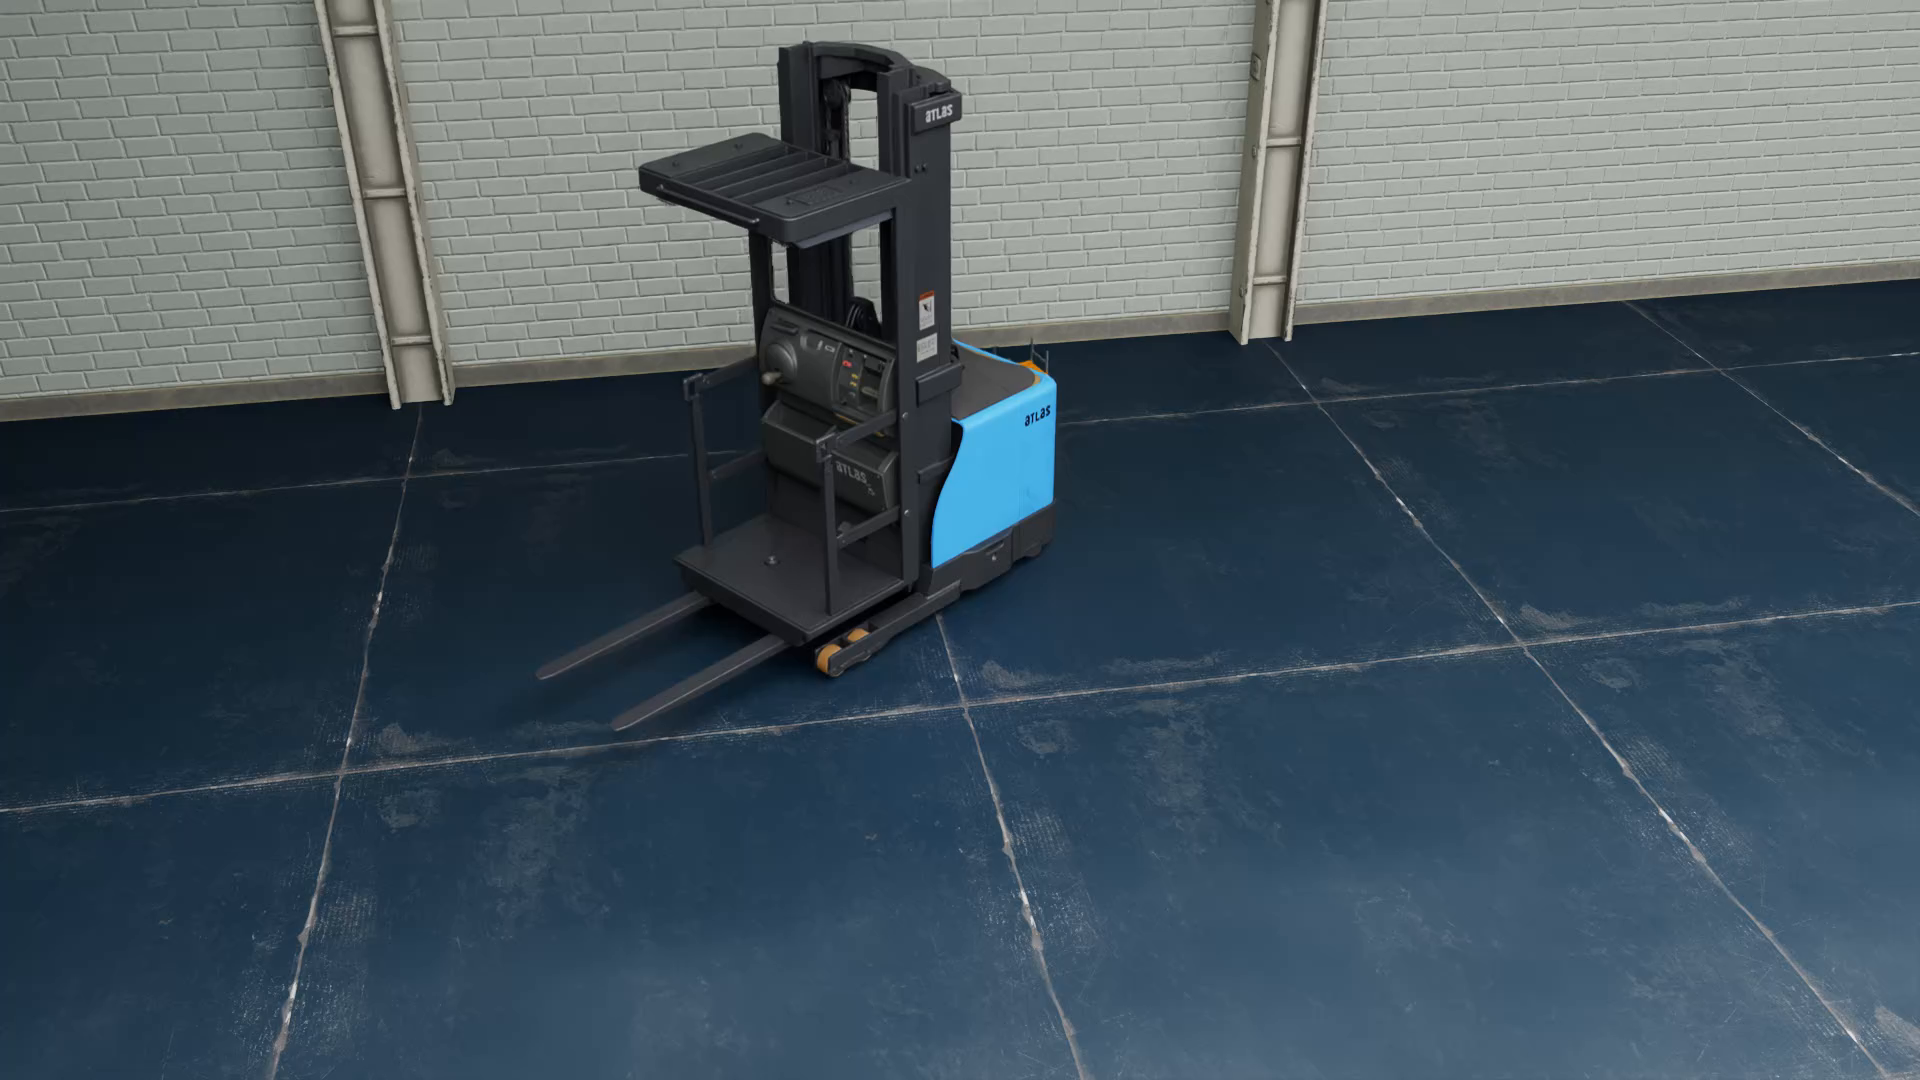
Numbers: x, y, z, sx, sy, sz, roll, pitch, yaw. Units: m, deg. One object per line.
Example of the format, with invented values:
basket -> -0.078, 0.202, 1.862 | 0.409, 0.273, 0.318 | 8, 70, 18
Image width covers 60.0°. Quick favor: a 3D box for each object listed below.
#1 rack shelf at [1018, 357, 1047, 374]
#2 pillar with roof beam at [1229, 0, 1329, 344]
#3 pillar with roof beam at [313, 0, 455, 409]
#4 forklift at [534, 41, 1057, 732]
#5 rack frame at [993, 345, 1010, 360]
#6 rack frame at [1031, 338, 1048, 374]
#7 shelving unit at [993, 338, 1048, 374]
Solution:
rack shelf -> 0.349, -0.884, 9.679 | 0.240, 0.259, 0.215 | -13, 33, -22
pillar with roof beam -> 2.998, -3.261, 6.418 | 0.400, 9.000, 9.100 | -5, 31, -9
pillar with roof beam -> -2.904, -2.713, 5.486 | 0.400, 9.000, 9.100 | -5, 31, -9
forklift -> -0.824, -0.852, 8.308 | 1.130, 2.935, 3.031 | 25, 39, 36
rack frame -> 0.238, -0.622, 9.773 | 0.008, 1.050, 0.200 | -13, 33, -22
rack frame -> 0.459, -0.675, 9.862 | 0.008, 1.050, 0.200 | -13, 33, -22
shelving unit -> 0.349, -0.649, 9.818 | 0.252, 1.050, 0.215 | -13, 33, -22
